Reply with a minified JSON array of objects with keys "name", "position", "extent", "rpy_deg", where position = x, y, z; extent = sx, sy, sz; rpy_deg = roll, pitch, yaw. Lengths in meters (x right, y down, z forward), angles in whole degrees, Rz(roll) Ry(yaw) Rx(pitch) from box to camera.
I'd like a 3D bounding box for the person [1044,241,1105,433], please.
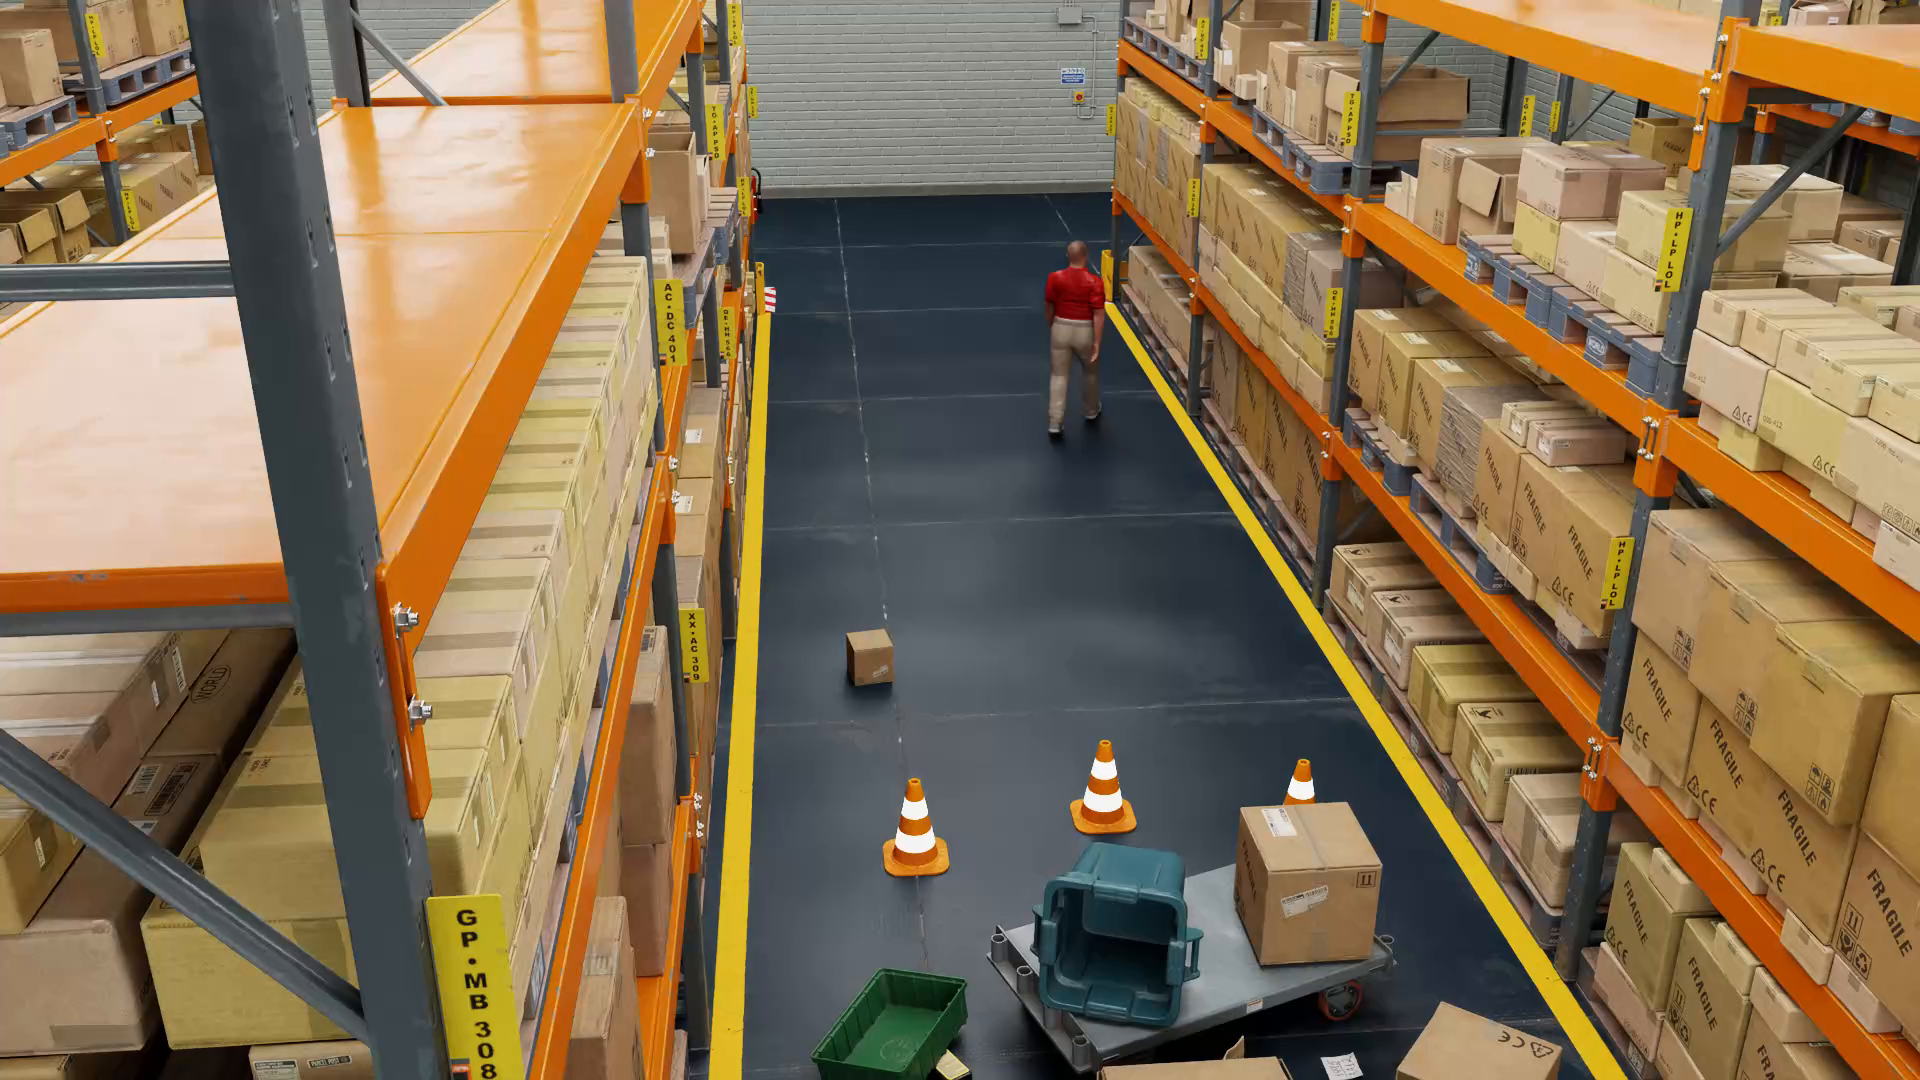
[{"name":"person","position":[1.003,-1.809,14.499],"extent":[0.539,1.681,0.931],"rpy_deg":[4,24,9]}]
